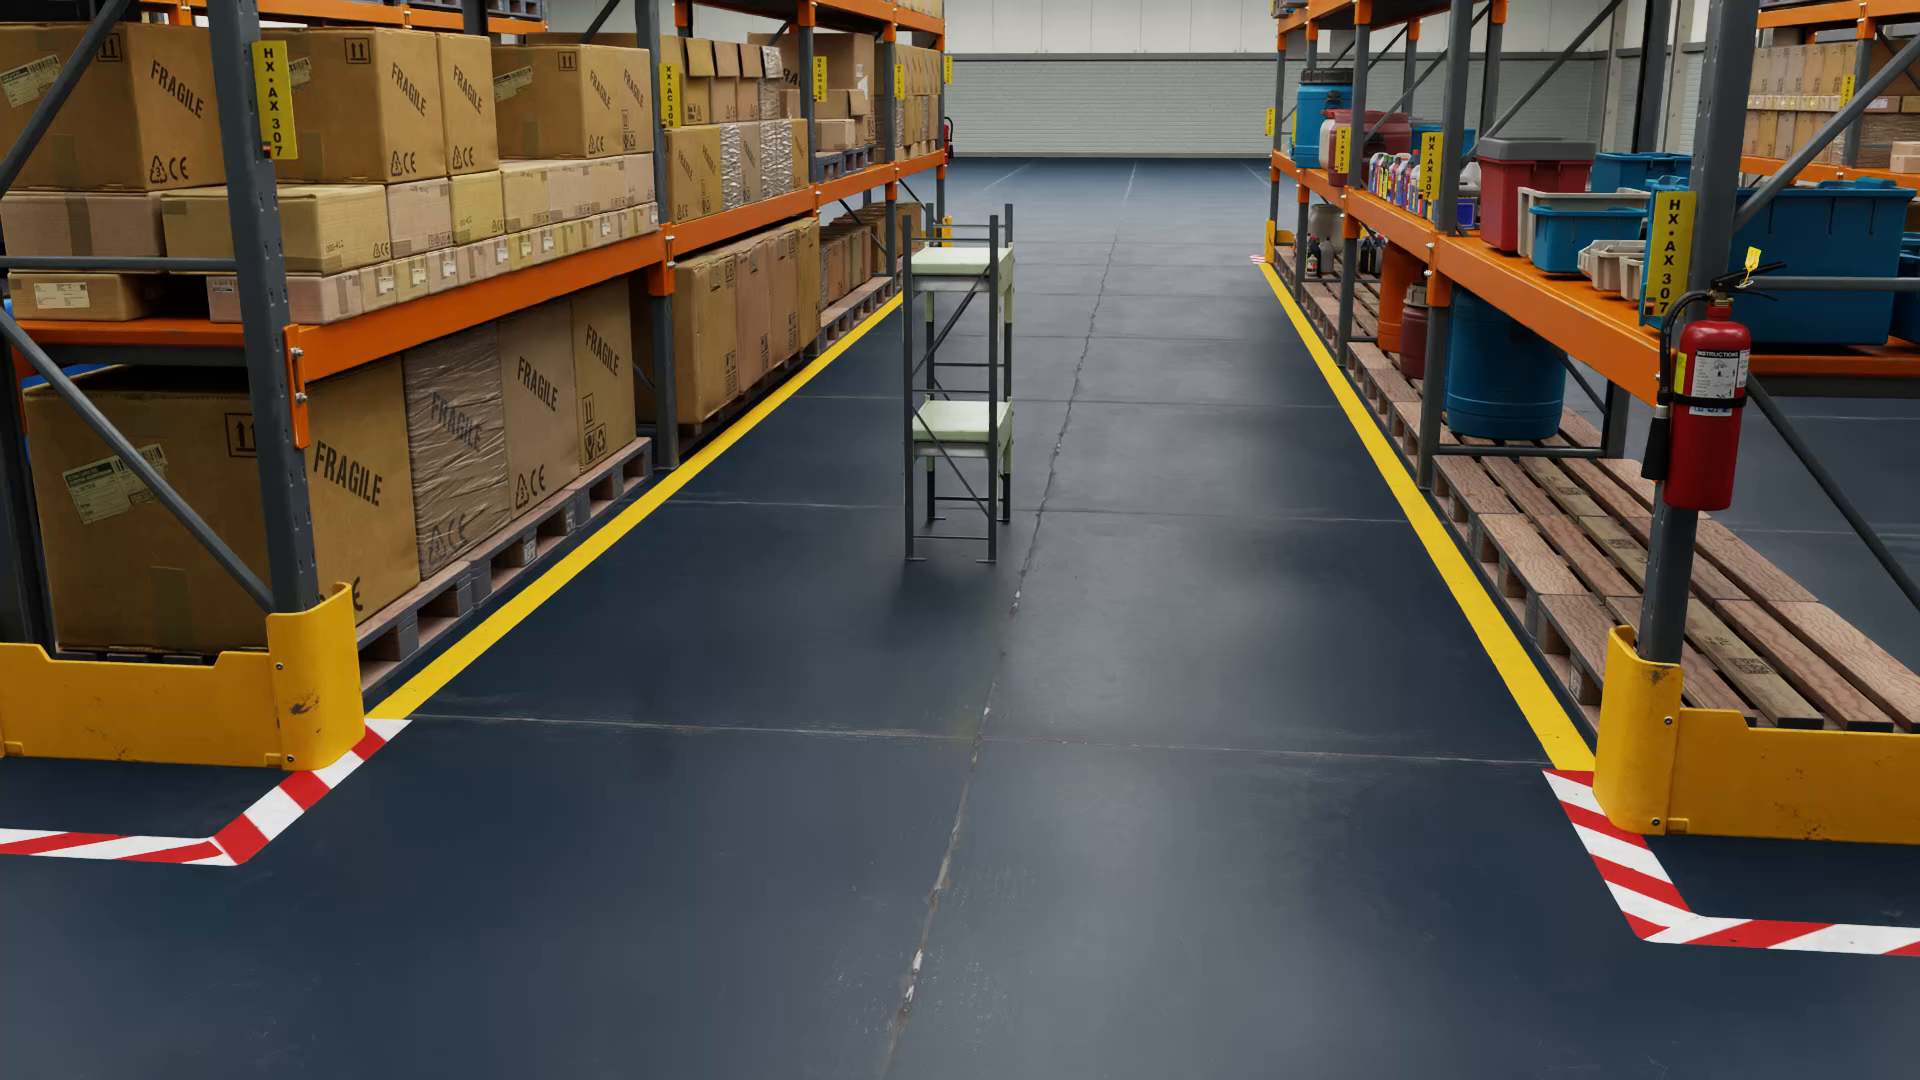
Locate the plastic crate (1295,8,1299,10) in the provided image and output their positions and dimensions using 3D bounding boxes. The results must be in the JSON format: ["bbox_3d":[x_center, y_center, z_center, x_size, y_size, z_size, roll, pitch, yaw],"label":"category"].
[{"bbox_3d":[3.558,-5.525,17.107,0.243,0.136,0.396,2,15,6],"label":"plastic crate"}]

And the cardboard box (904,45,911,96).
[{"bbox_3d":[-0.784,-4.836,17.122,0.500,0.500,0.500,2,15,6],"label":"cardboard box"}]

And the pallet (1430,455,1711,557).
[{"bbox_3d":[2.832,-0.163,7.862,1.003,0.211,1.213,2,15,6],"label":"pallet"}]

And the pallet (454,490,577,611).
[{"bbox_3d":[-2.344,0.011,7.217,1.003,0.211,1.213,2,15,6],"label":"pallet"}]

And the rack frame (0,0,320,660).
[{"bbox_3d":[-2.497,-0.810,4.910,1.000,3.000,0.127,2,15,6],"label":"rack frame"}]

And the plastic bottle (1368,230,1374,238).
[{"bbox_3d":[4.372,-3.114,17.665,0.144,0.351,0.185,2,15,9],"label":"plastic bottle"}]

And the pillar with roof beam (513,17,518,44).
[{"bbox_3d":[-8.782,-15.793,48.827,9.100,9.000,0.400,2,15,6],"label":"pillar with roof beam"}]

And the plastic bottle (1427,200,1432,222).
[{"bbox_3d":[2.655,-1.926,9.131,0.144,0.351,0.185,2,15,6],"label":"plastic bottle"}]

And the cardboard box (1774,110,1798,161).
[{"bbox_3d":[8.914,-4.193,17.230,0.700,0.500,0.500,2,15,8],"label":"cardboard box"}]

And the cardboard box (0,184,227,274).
[{"bbox_3d":[-2.706,-1.014,5.385,0.500,0.250,0.500,1,15,5],"label":"cardboard box"}]

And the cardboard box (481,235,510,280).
[{"bbox_3d":[-1.986,-1.104,6.481,0.380,0.149,0.250,2,15,6],"label":"cardboard box"}]

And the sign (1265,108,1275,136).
[{"bbox_3d":[3.684,-4.965,19.745,0.100,0.325,0.005,2,15,6],"label":"sign"}]

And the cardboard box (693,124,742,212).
[{"bbox_3d":[-1.632,-2.268,10.110,0.500,0.500,0.500,1,15,5],"label":"cardboard box"}]

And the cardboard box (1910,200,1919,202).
[{"bbox_3d":[9.112,-3.108,16.435,0.500,0.500,0.500,2,15,6],"label":"cardboard box"}]

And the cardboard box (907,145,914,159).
[{"bbox_3d":[-0.690,-4.107,17.584,0.380,0.149,0.250,2,15,6],"label":"cardboard box"}]

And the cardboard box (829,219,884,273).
[{"bbox_3d":[-1.058,-3.021,17.071,0.500,0.500,0.500,1,15,5],"label":"cardboard box"}]

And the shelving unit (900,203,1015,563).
[{"bbox_3d":[0.001,-0.726,7.473,0.431,1.500,0.755,2,15,6],"label":"shelving unit"}]

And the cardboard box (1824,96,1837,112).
[{"bbox_3d":[8.575,-4.200,16.012,0.380,0.149,0.250,1,15,5],"label":"cardboard box"}]

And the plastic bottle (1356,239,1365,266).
[{"bbox_3d":[4.201,-3.028,17.489,0.152,0.276,0.135,2,15,6],"label":"plastic bottle"}]

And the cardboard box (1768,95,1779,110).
[{"bbox_3d":[8.750,-4.599,17.488,0.380,0.149,0.250,2,15,6],"label":"cardboard box"}]

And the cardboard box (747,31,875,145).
[{"bbox_3d":[-1.371,-4.212,15.540,1.000,1.000,1.000,2,15,7],"label":"cardboard box"}]

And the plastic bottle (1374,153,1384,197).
[{"bbox_3d":[2.875,-2.496,11.369,0.061,0.283,0.133,2,15,6],"label":"plastic bottle"}]

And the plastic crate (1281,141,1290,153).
[{"bbox_3d":[3.809,-4.464,18.929,0.298,0.136,0.250,2,15,6],"label":"plastic crate"}]

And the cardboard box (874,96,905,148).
[{"bbox_3d":[-1.030,-4.229,16.793,0.875,0.500,0.500,2,15,6],"label":"cardboard box"}]

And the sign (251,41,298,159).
[{"bbox_3d":[-1.946,-1.248,4.721,0.100,0.325,0.005,2,15,6],"label":"sign"}]

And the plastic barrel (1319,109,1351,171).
[{"bbox_3d":[3.453,-3.600,14.969,0.433,0.535,0.433,0,15,0],"label":"plastic barrel"}]

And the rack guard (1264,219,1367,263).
[{"bbox_3d":[4.268,-3.586,19.966,1.175,0.500,0.348,2,15,6],"label":"rack guard"}]

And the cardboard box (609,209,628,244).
[{"bbox_3d":[-1.812,-1.504,7.958,0.380,0.149,0.250,1,15,5],"label":"cardboard box"}]

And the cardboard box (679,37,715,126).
[{"bbox_3d":[-1.892,-2.723,9.874,0.797,0.503,0.637,2,15,7],"label":"cardboard box"}]

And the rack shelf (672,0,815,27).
[{"bbox_3d":[-1.820,-3.467,10.368,1.077,0.370,4.000,2,15,6],"label":"rack shelf"}]

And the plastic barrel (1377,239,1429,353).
[{"bbox_3d":[3.289,-1.767,11.801,0.600,0.830,0.708,2,15,6],"label":"plastic barrel"}]

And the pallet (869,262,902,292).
[{"bbox_3d":[-1.102,-2.751,17.432,1.003,0.211,1.213,2,15,6],"label":"pallet"}]

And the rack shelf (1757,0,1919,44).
[{"bbox_3d":[8.926,-5.249,16.958,1.077,0.370,4.000,2,15,6],"label":"rack shelf"}]

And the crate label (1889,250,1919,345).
[{"bbox_3d":[2.780,-0.666,4.586,0.416,0.233,0.303,2,15,6],"label":"crate label"}]

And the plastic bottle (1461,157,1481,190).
[{"bbox_3d":[2.798,-1.921,9.115,0.144,0.351,0.185,2,15,6],"label":"plastic bottle"}]

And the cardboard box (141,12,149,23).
[{"bbox_3d":[-10.300,-6.477,20.605,0.380,0.149,0.250,2,15,7],"label":"cardboard box"}]

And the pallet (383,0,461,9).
[{"bbox_3d":[-5.957,-5.711,17.461,1.003,0.211,1.213,2,15,6],"label":"pallet"}]

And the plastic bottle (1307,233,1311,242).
[{"bbox_3d":[3.623,-3.019,17.312,0.144,0.351,0.185,2,15,6],"label":"plastic bottle"}]

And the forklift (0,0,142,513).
[{"bbox_3d":[-4.889,-1.850,8.887,1.130,2.935,3.031,-9,18,-30],"label":"forklift"}]

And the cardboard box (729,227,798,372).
[{"bbox_3d":[-1.801,-1.652,11.292,1.225,0.875,0.875,2,15,6],"label":"cardboard box"}]

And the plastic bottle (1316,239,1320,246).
[{"bbox_3d":[3.728,-2.990,17.334,0.061,0.283,0.133,2,15,6],"label":"plastic bottle"}]

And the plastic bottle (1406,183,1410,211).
[{"bbox_3d":[2.725,-2.069,9.946,0.097,0.201,0.097,0,15,0],"label":"plastic bottle"}]

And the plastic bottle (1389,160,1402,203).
[{"bbox_3d":[2.813,-2.305,10.686,0.097,0.271,0.097,0,15,0],"label":"plastic bottle"}]

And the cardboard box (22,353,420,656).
[{"bbox_3d":[-2.504,-0.155,5.755,0.875,0.875,0.875,2,15,6],"label":"cardboard box"}]

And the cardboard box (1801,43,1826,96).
[{"bbox_3d":[8.857,-4.680,16.547,0.700,0.500,0.500,2,15,6],"label":"cardboard box"}]

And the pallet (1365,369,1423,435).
[{"bbox_3d":[3.140,-0.871,10.480,1.003,0.211,1.213,2,15,6],"label":"pallet"}]

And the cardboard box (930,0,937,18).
[{"bbox_3d":[-0.547,-6.073,18.916,0.500,0.250,0.500,2,15,7],"label":"cardboard box"}]

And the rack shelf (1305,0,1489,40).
[{"bbox_3d":[3.553,-4.358,13.665,1.077,0.370,4.000,2,15,6],"label":"rack shelf"}]

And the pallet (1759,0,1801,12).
[{"bbox_3d":[9.046,-5.890,18.119,1.003,0.211,1.213,2,15,6],"label":"pallet"}]

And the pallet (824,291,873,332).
[{"bbox_3d":[-1.364,-2.057,14.864,1.003,0.211,1.213,2,15,6],"label":"pallet"}]

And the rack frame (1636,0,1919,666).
[{"bbox_3d":[2.425,-0.664,4.371,1.000,3.000,0.127,2,15,6],"label":"rack frame"}]

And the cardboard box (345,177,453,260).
[{"bbox_3d":[-2.122,-1.133,5.821,0.500,0.250,0.500,2,15,6],"label":"cardboard box"}]

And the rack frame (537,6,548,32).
[{"bbox_3d":[-5.608,-5.132,20.894,1.000,3.000,0.127,2,15,6],"label":"rack frame"}]

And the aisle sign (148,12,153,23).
[{"bbox_3d":[-10.243,-6.514,21.025,0.394,0.787,0.004,2,15,6],"label":"aisle sign"}]

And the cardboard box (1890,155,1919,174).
[{"bbox_3d":[8.397,-3.284,14.543,0.380,0.149,0.250,2,15,6],"label":"cardboard box"}]

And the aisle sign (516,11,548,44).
[{"bbox_3d":[-5.302,-6.396,20.590,0.394,0.787,0.004,2,15,6],"label":"aisle sign"}]
